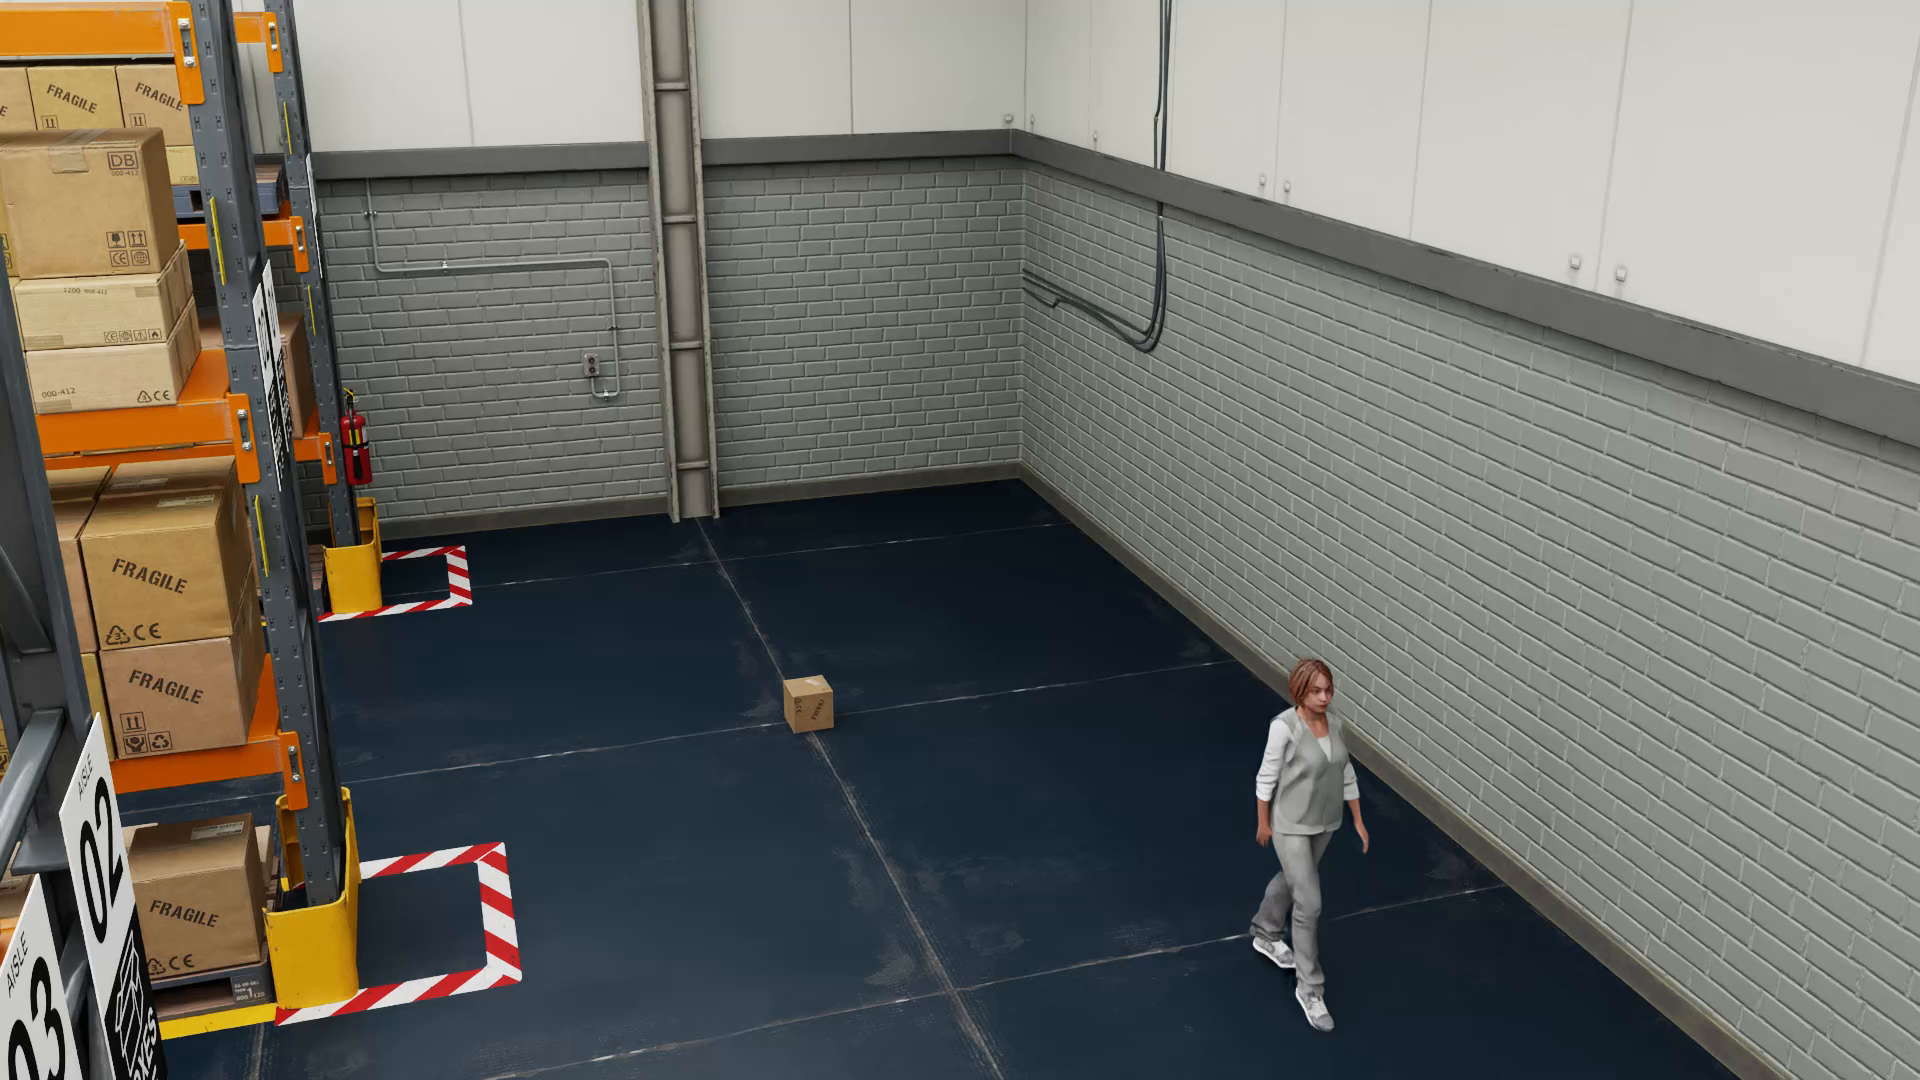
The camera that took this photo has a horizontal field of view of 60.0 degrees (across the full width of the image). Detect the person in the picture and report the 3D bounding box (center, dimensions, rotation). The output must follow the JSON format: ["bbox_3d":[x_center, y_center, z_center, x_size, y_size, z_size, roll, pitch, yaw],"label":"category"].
[{"bbox_3d":[1.574,1.307,7.415,0.415,1.629,0.675,-13,23,-32],"label":"person"}]
